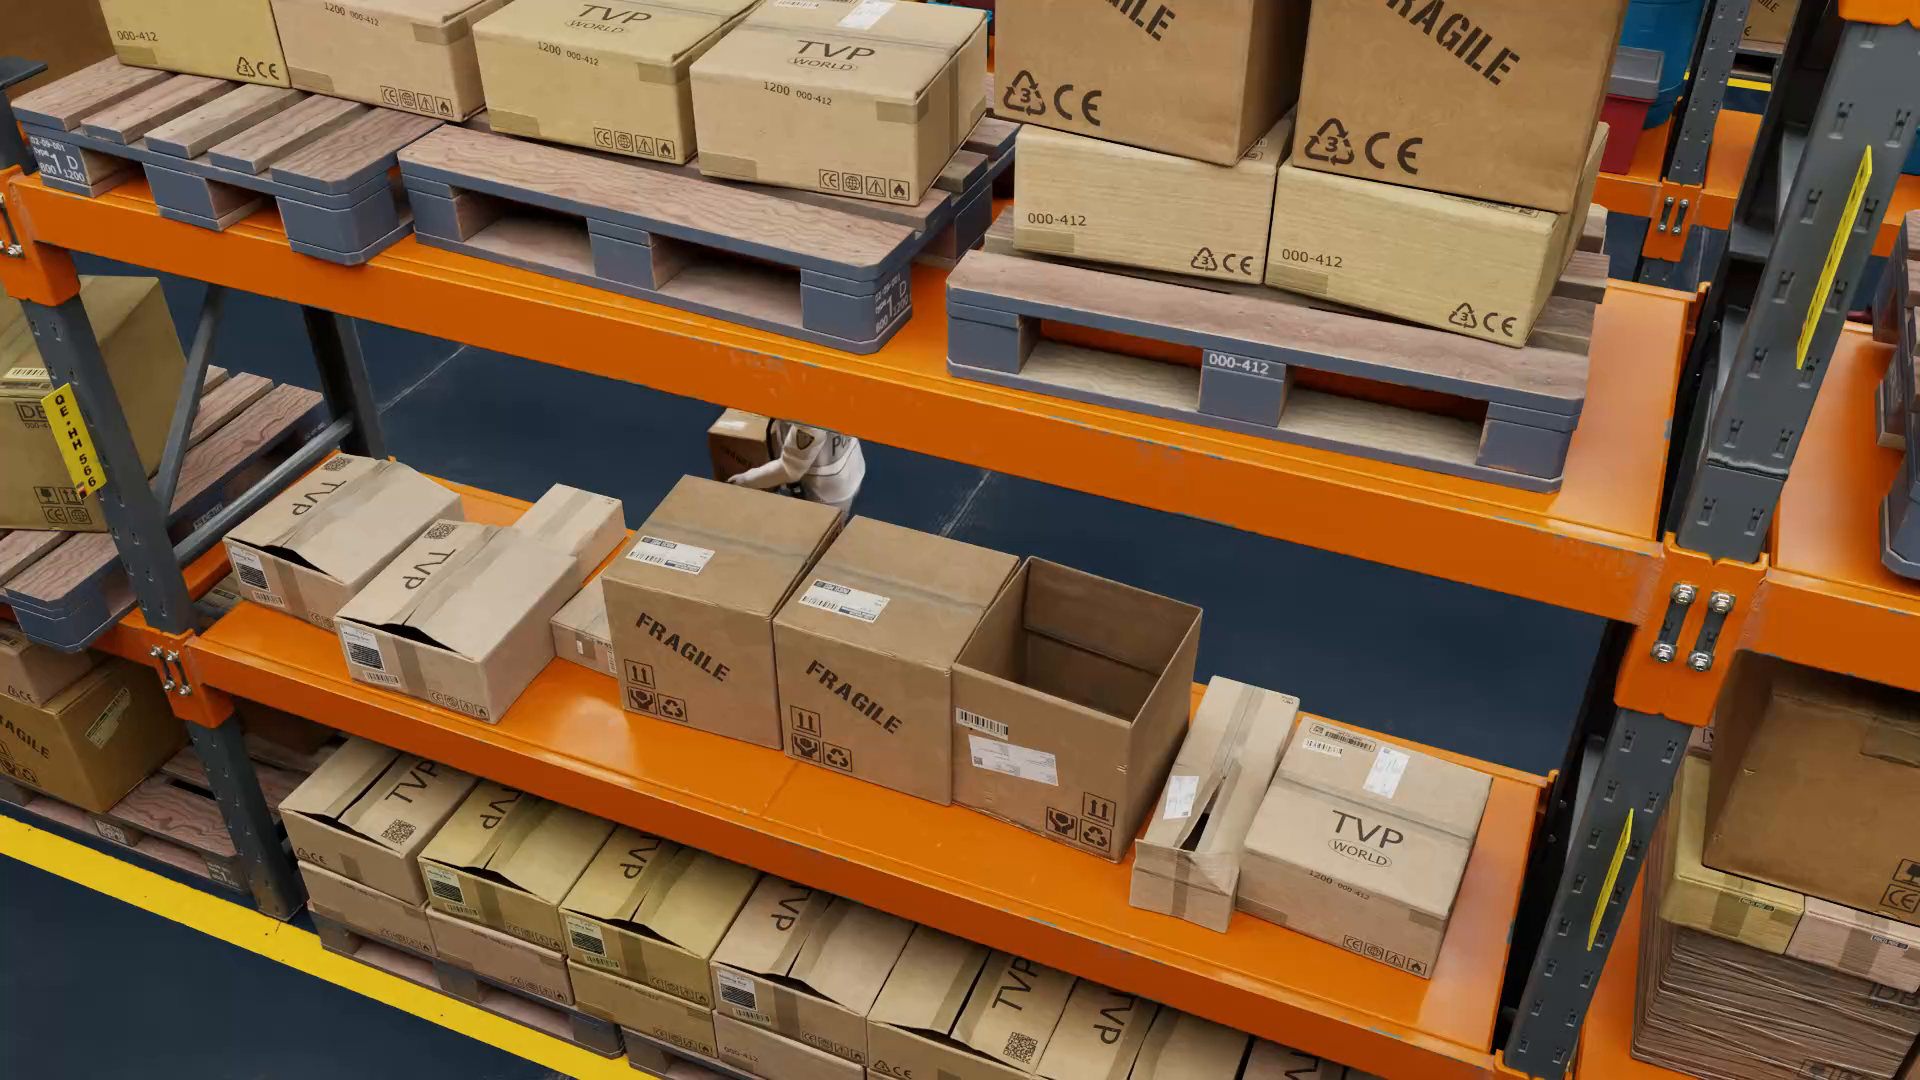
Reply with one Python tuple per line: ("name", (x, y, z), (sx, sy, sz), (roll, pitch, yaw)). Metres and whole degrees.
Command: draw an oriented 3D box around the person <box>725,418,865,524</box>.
("person", (-0.594, -0.202, 6.383), (0.552, 1.697, 0.468), (8, 39, 11))
